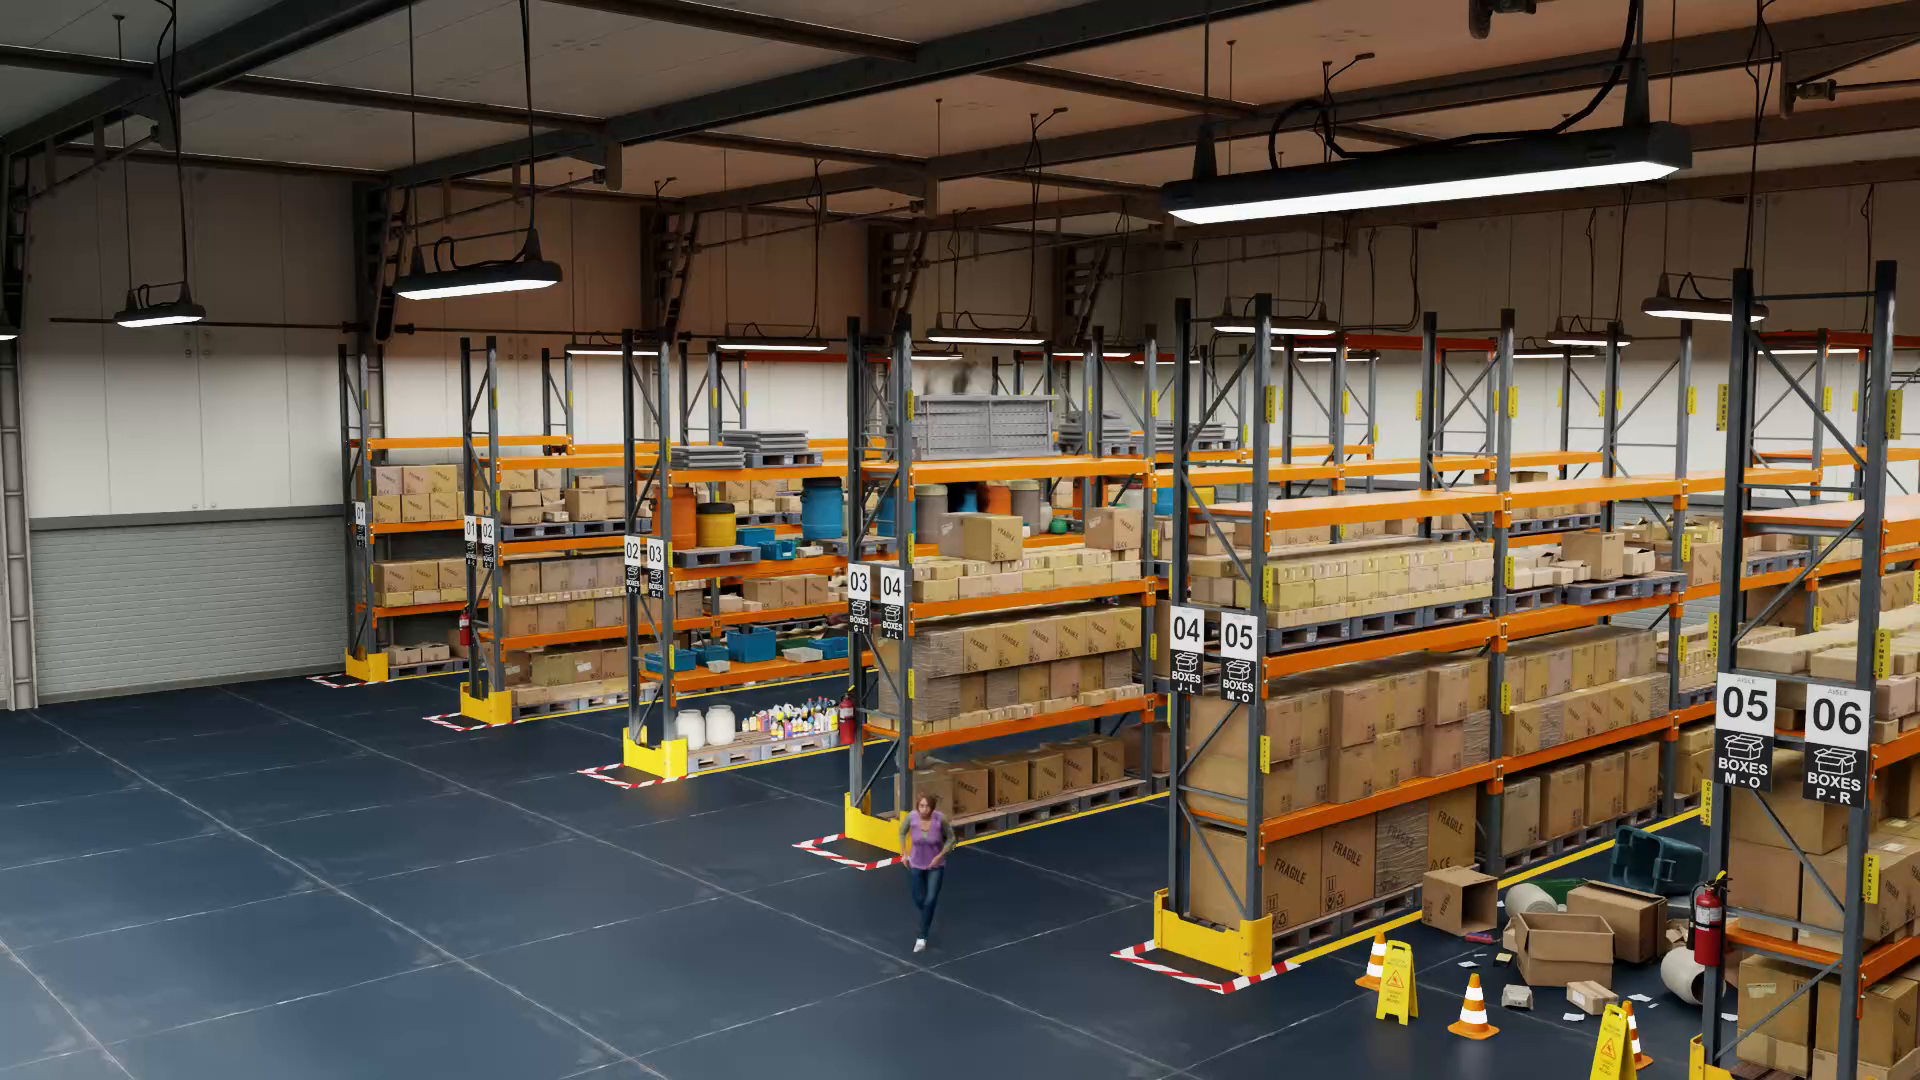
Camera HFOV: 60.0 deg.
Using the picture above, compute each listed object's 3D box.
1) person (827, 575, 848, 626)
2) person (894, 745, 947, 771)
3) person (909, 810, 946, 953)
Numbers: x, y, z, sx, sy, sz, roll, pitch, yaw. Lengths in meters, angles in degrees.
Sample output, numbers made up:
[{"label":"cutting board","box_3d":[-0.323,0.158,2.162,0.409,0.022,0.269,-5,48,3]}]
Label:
[{"label":"person","box_3d":[-2.498,1.369,34.356,0.547,1.314,0.624,4,7,40]},{"label":"person","box_3d":[-0.465,2.405,21.041,0.780,1.484,0.558,-3,6,-29]},{"label":"person","box_3d":[-0.301,3.133,15.538,0.344,1.345,0.636,0,5,-1]}]
